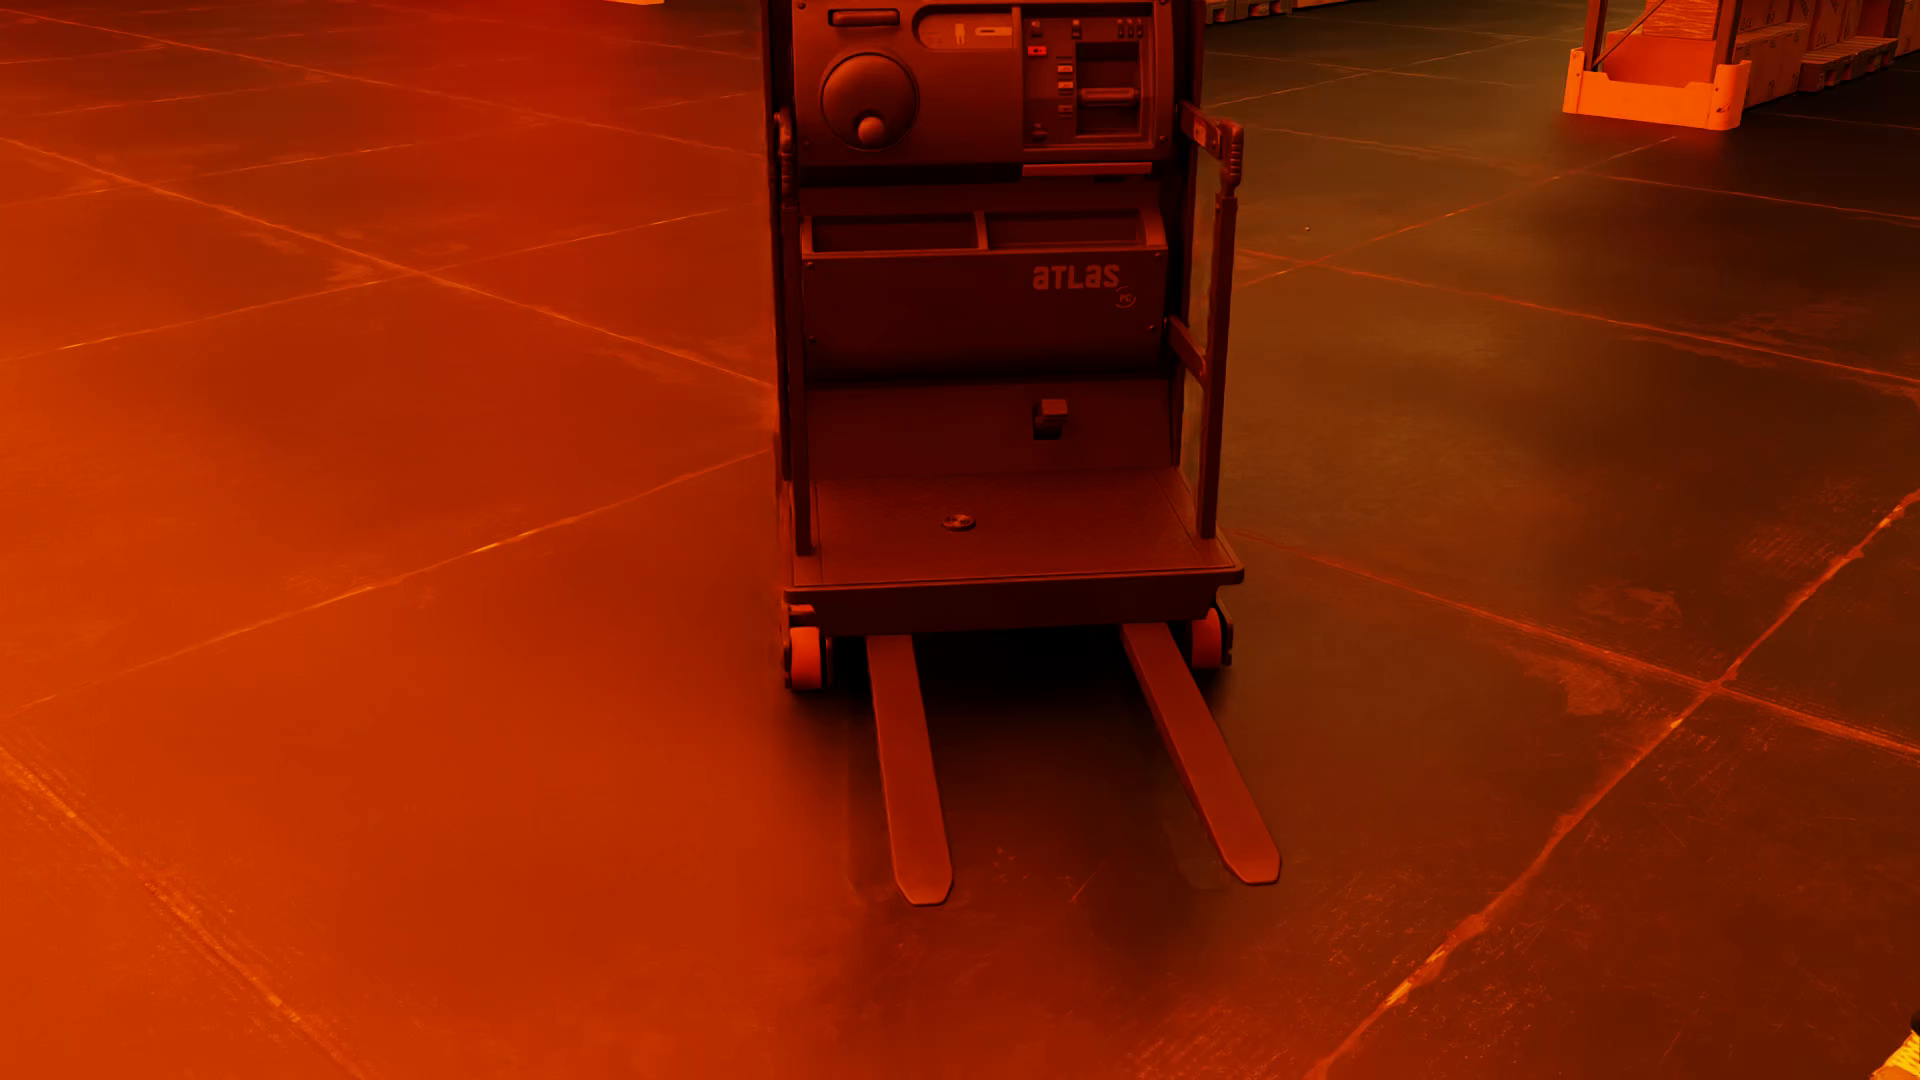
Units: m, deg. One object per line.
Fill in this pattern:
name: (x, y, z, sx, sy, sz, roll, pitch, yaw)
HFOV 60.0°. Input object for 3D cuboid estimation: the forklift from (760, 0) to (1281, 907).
forklift: (0.085, -1.110, 3.860, 1.130, 2.935, 3.031, -2, 24, -6)
